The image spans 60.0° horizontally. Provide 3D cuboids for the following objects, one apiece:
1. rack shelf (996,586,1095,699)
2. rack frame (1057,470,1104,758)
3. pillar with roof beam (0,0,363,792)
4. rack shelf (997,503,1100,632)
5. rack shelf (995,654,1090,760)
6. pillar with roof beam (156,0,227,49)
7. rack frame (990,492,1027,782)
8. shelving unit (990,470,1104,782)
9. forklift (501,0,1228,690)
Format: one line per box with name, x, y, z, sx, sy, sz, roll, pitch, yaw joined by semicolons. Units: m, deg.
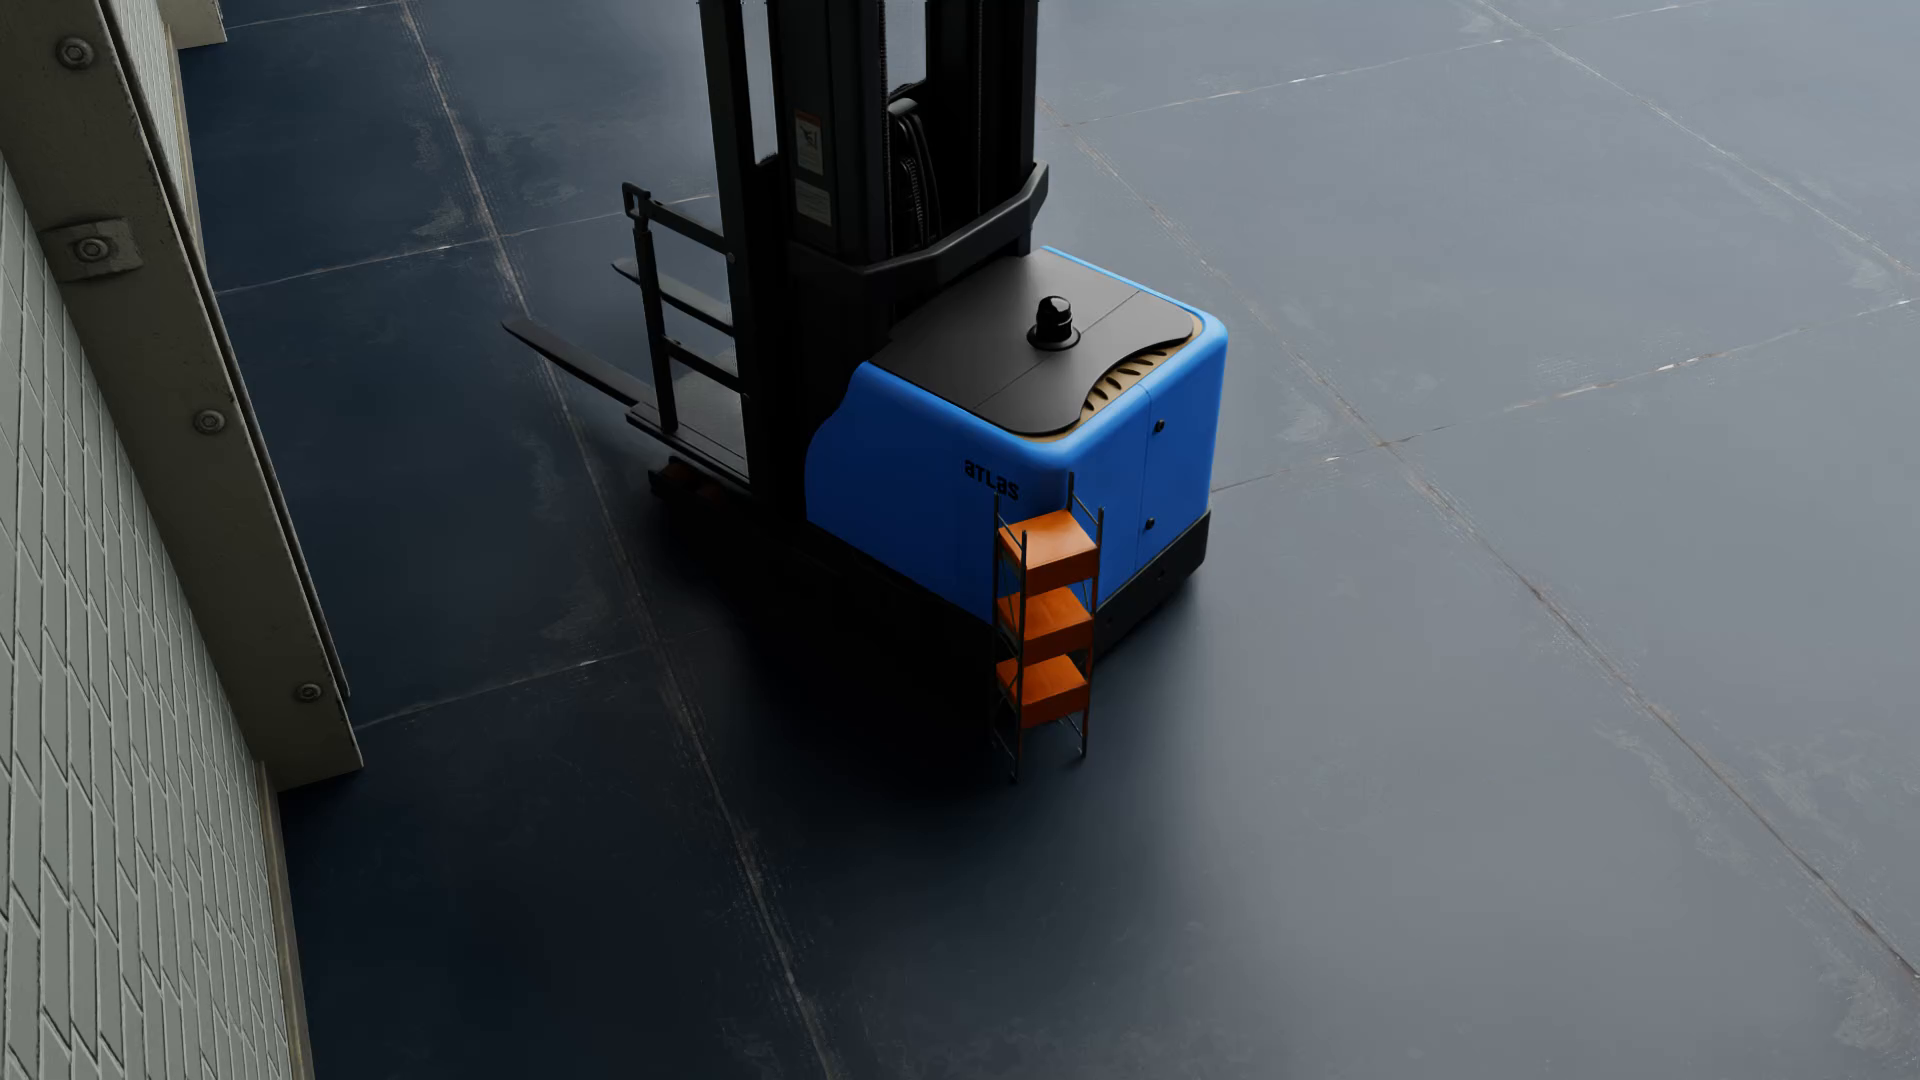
rack shelf;0.255;0.295;5.118;0.240;0.259;0.215;-17;43;-18
rack frame;0.366;0.254;5.150;0.008;1.050;0.200;-17;43;-18
pillar with roof beam;1.825;-3.829;3.800;9.100;9.000;0.400;-15;43;-17
rack shelf;0.255;0.080;4.933;0.240;0.259;0.215;-17;43;-18
rack shelf;0.255;0.506;5.299;0.240;0.259;0.215;-17;43;-18
pillar with roof beam;-0.471;-7.443;8.004;9.100;9.000;0.400;-15;43;-17
rack frame;0.144;0.320;5.073;0.008;1.050;0.200;-17;43;-18
shelving unit;0.255;0.287;5.111;0.252;1.050;0.215;-17;43;-18
forklift;-0.557;-1.391;5.620;3.031;2.935;1.130;29;48;29
